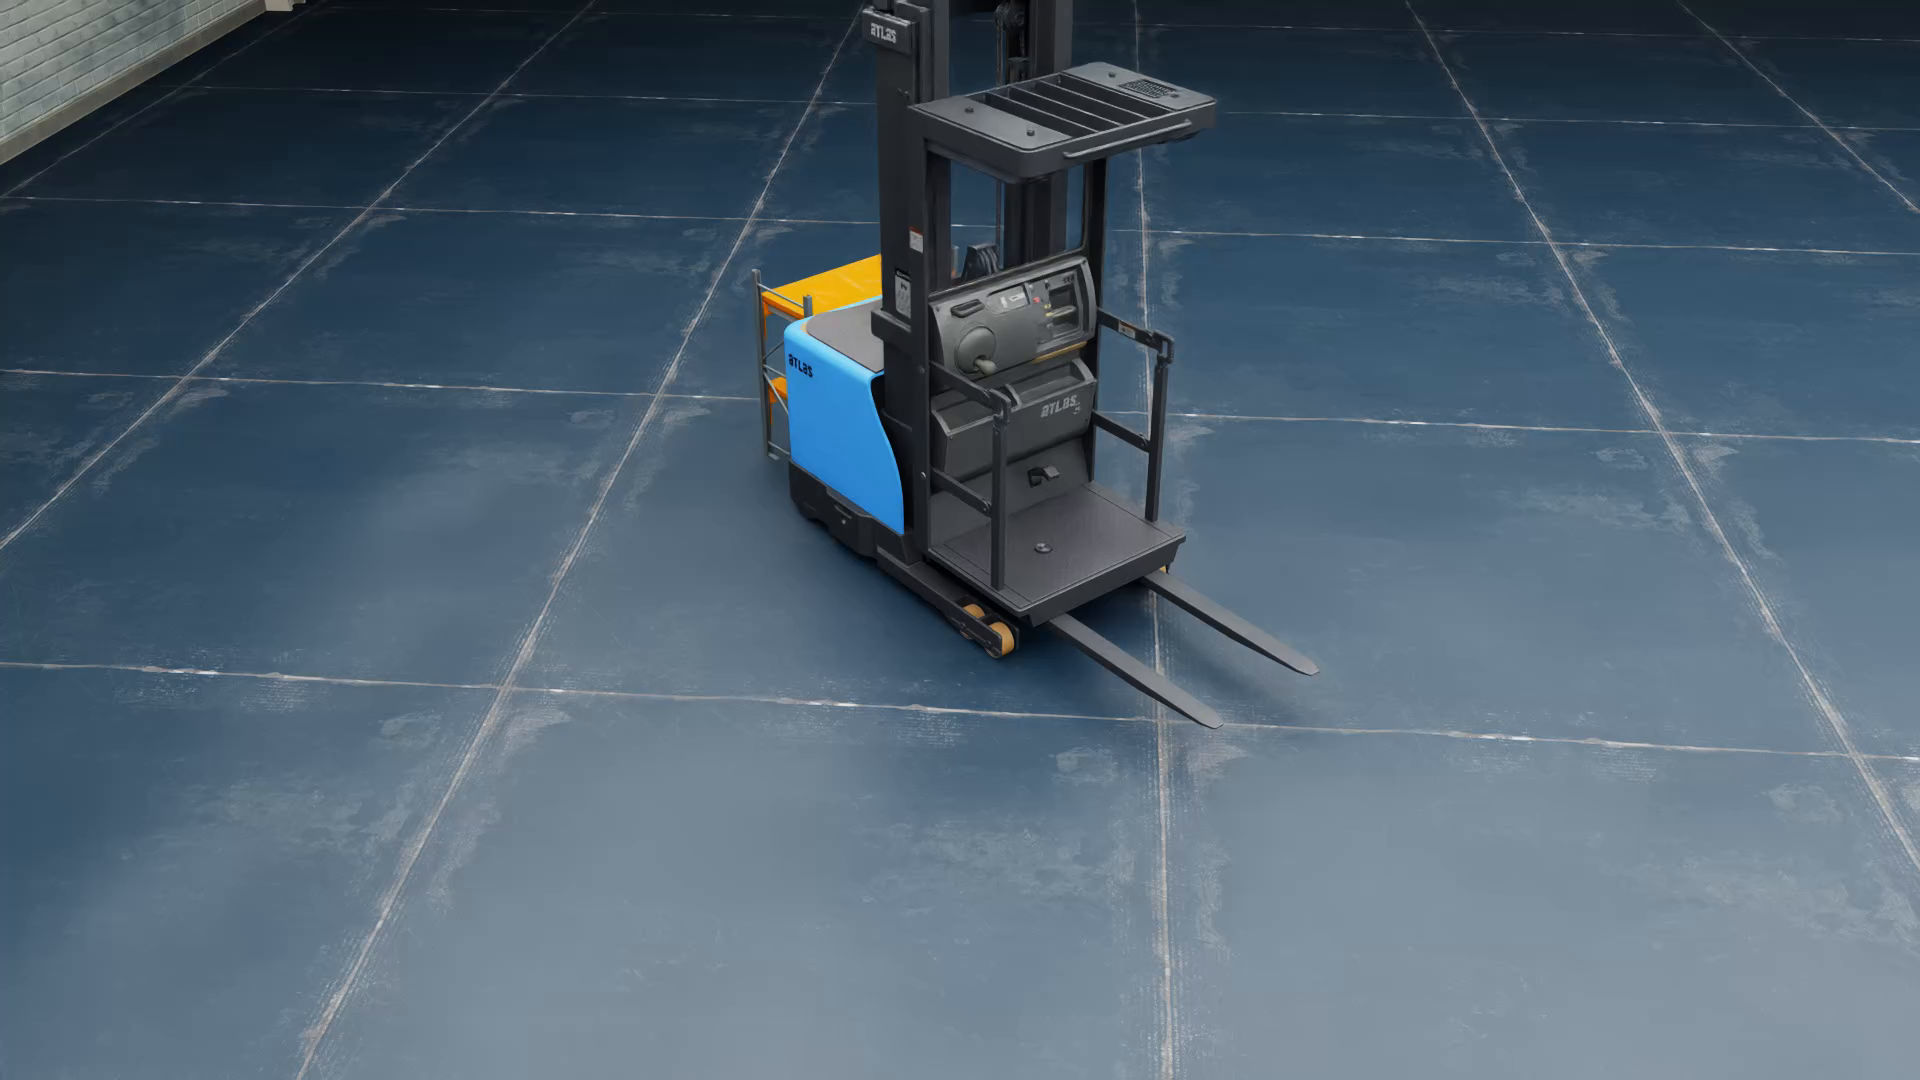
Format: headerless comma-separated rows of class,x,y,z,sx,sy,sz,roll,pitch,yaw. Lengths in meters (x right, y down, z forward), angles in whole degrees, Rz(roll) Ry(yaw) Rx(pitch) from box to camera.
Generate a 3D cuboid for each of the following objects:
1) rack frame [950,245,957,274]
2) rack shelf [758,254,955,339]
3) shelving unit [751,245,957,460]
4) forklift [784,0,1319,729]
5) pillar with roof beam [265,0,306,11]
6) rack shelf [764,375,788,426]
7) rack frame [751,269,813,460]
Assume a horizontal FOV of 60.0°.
rack frame,-0.194,-1.242,9.693,0.032,1.125,0.500,-25,40,-35
rack shelf,-0.571,-1.313,9.250,1.000,0.278,0.538,-25,40,-35
shelving unit,-0.571,-1.063,9.404,1.048,1.125,0.538,-25,40,-35
forklift,0.393,-0.989,7.562,1.130,2.935,3.031,-23,38,-32
pillar with roof beam,-3.125,-9.511,15.606,9.100,9.000,0.400,2,32,4
rack shelf,-0.571,-0.855,9.532,1.000,0.278,0.538,-25,40,-35
rack frame,-0.949,-0.885,9.114,0.032,1.125,0.500,-25,40,-35
